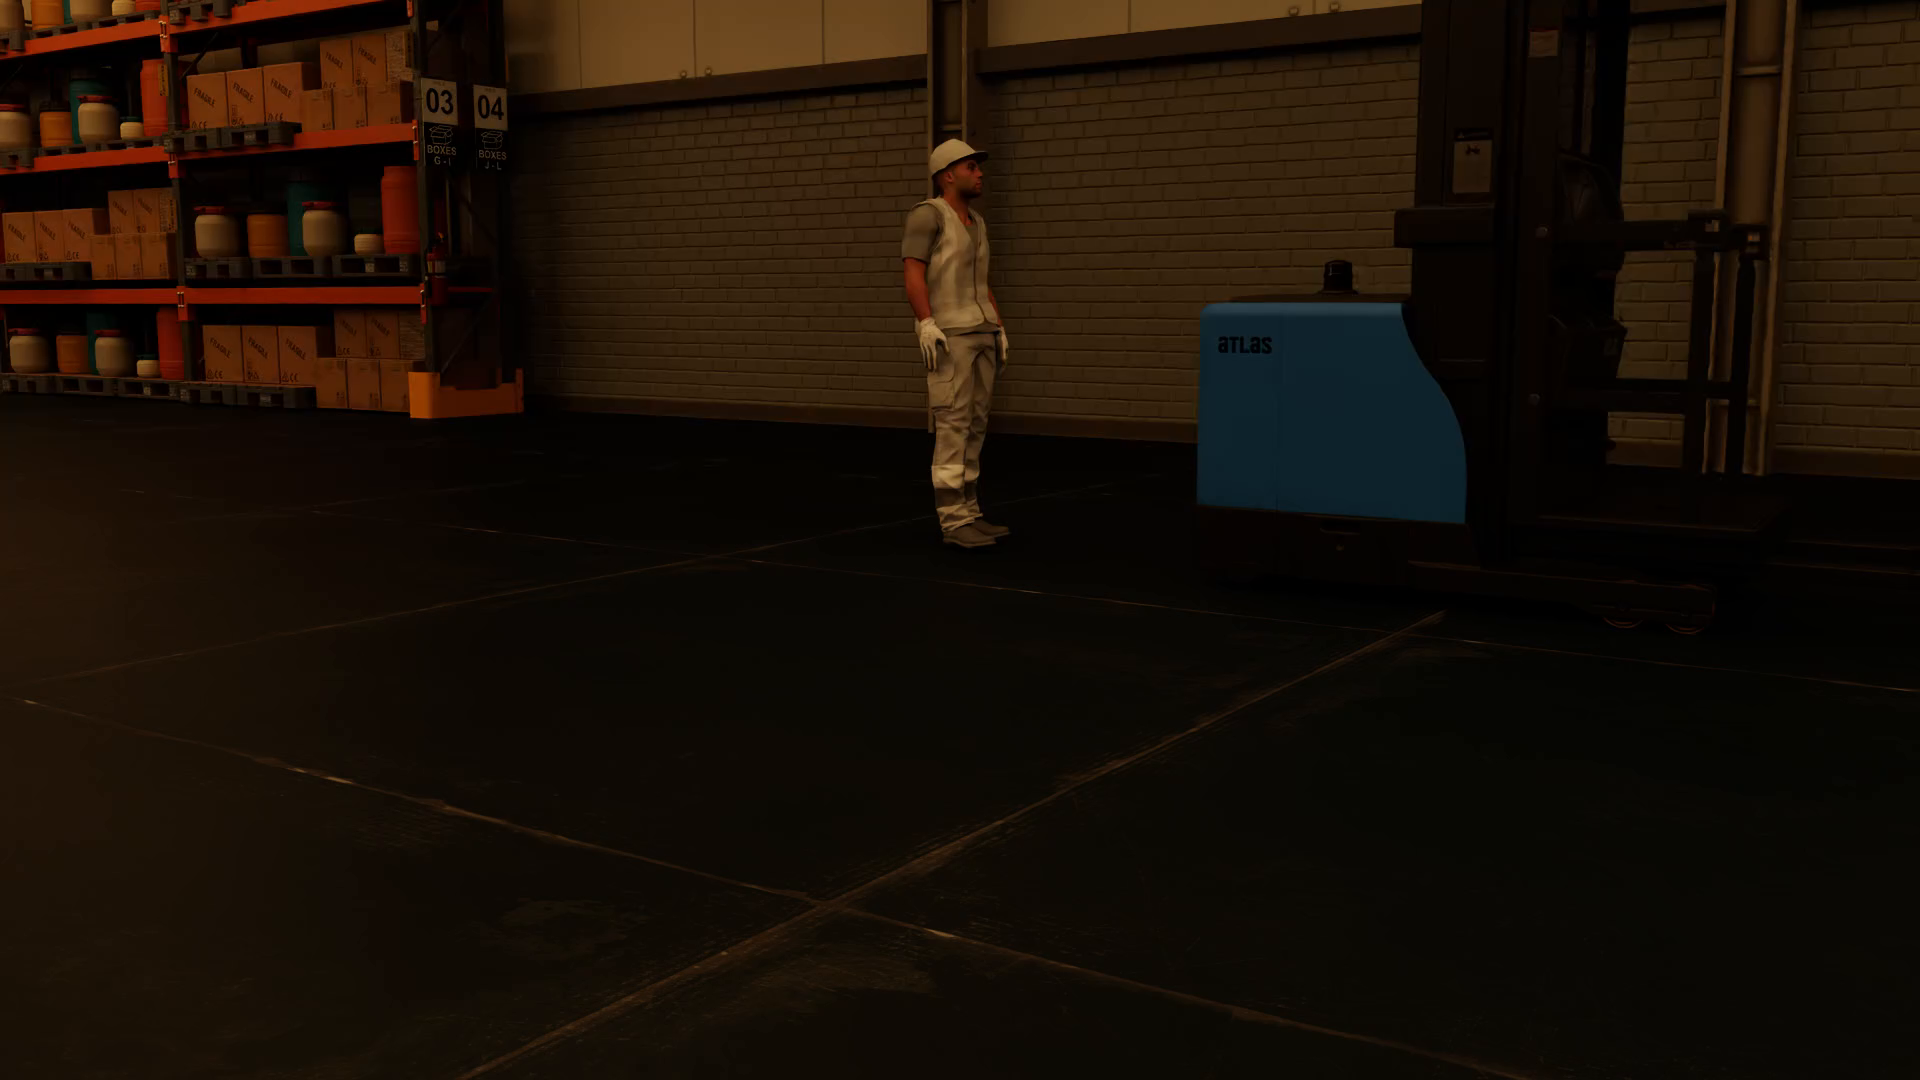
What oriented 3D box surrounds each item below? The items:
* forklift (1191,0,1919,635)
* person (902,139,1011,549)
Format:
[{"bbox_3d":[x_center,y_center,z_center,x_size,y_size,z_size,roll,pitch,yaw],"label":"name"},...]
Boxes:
[{"bbox_3d":[2.412,-1.226,5.814,3.031,2.935,1.130,5,10,32],"label":"forklift"},{"bbox_3d":[0.061,-0.885,7.423,0.562,1.789,0.638,5,10,34],"label":"person"}]
